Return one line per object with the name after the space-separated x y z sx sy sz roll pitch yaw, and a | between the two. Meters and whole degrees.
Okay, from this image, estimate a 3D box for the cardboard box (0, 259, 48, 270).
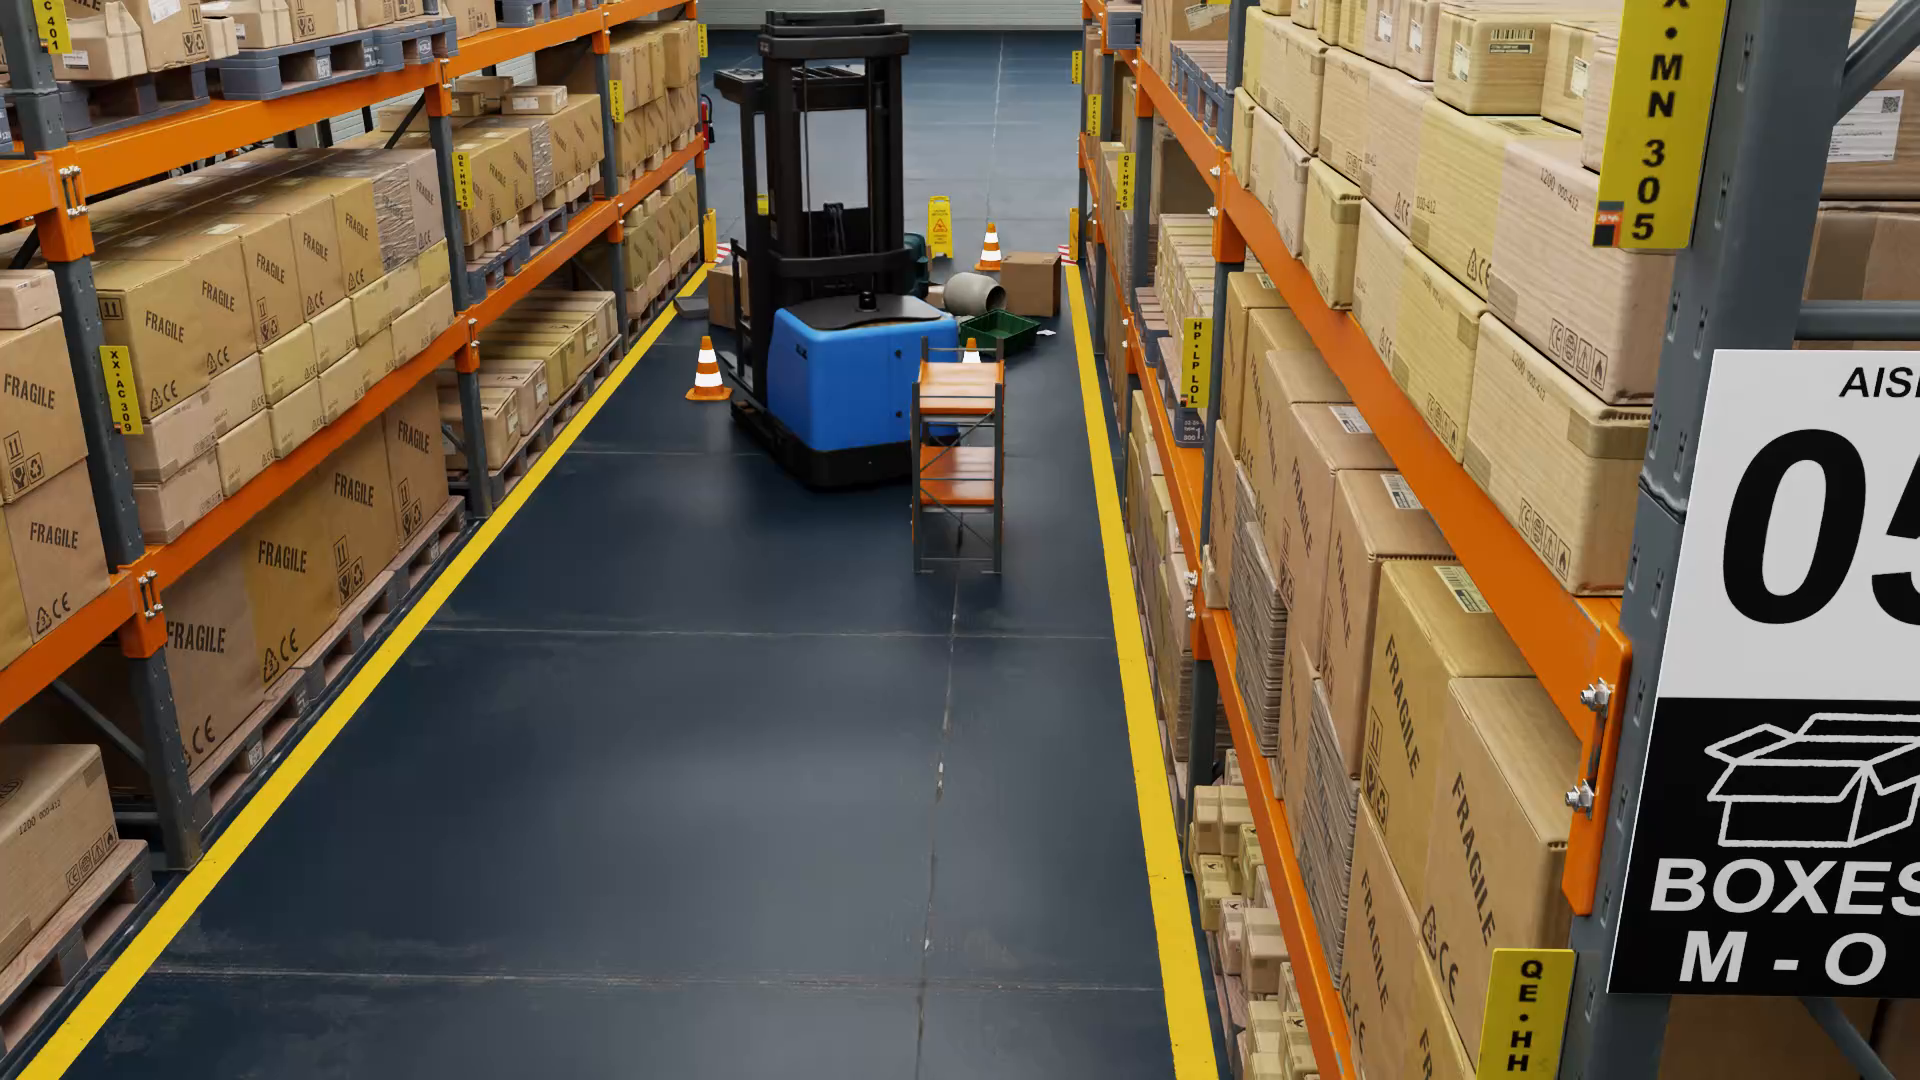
-3.795 -0.777 6.365 0.500 0.500 0.500 1 21 3 | cardboard box

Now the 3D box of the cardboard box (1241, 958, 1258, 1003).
1.139 1.458 5.485 0.380 0.149 0.250 0 21 1 | cardboard box

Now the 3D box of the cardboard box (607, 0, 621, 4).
-2.994 -4.478 13.624 0.380 0.149 0.250 1 21 2 | cardboard box

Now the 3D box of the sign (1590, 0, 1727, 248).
0.717 -0.461 1.699 0.100 0.325 0.005 1 21 2 | sign

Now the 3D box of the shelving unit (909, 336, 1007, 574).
0.000 -0.522 9.819 0.538 1.125 1.048 1 21 2 | shelving unit

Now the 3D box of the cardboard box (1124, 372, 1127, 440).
1.623 -0.895 10.718 1.050 0.750 0.750 0 21 1 | cardboard box

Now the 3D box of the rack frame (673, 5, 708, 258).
-3.193 -4.439 17.323 1.000 3.000 0.127 1 21 2 | rack frame

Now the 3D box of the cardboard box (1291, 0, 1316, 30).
1.096 -1.444 4.423 0.380 0.149 0.250 0 21 0 | cardboard box

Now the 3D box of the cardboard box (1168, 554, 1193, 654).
1.163 0.266 7.036 0.500 0.250 0.500 0 21 0 | cardboard box

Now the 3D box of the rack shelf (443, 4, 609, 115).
-3.375 -3.333 11.319 1.077 0.370 4.000 1 21 2 | rack shelf

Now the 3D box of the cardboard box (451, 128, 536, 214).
-3.173 -2.468 11.114 0.500 0.500 0.500 1 21 3 | cardboard box

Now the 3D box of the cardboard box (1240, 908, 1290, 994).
1.075 1.273 5.141 0.380 0.149 0.250 1 21 3 | cardboard box

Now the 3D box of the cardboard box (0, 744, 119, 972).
-3.684 1.124 5.946 0.875 0.438 0.875 0 21 1 | cardboard box

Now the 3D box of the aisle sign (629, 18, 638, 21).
-3.501 -5.677 16.919 0.394 0.787 0.004 1 21 2 | aisle sign

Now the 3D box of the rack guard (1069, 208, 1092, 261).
1.759 -3.264 17.751 1.175 0.500 0.348 1 21 2 | rack guard

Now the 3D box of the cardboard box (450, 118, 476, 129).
-3.664 -2.662 11.613 0.500 0.500 0.500 0 21 -1 | cardboard box

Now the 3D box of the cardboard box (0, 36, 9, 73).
-3.741 -1.974 6.365 0.500 0.311 0.500 1 21 2 | cardboard box

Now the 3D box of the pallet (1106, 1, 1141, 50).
1.481 -3.072 9.915 1.213 0.211 1.003 2 21 4 | pallet

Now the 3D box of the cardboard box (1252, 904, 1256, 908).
1.162 1.318 5.434 0.380 0.149 0.250 0 21 -1 | cardboard box

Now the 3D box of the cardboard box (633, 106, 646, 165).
-3.031 -3.516 14.394 0.500 0.500 0.500 1 21 1 | cardboard box

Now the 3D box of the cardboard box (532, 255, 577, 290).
-3.565 -2.473 14.440 0.500 0.500 0.500 0 21 1 | cardboard box

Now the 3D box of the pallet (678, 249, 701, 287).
-3.255 -2.818 17.000 1.003 0.211 1.213 1 21 2 | pallet

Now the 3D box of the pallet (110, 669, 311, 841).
-3.610 0.920 7.366 1.003 0.211 1.213 1 21 2 | pallet

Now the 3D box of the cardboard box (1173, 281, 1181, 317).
1.272 -1.197 8.324 0.380 0.149 0.250 1 21 2 | cardboard box

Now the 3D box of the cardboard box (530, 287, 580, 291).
-3.565 -2.123 14.575 0.500 0.250 0.500 2 21 4 | cardboard box

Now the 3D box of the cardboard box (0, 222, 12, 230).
-8.454 -2.606 14.437 0.500 0.250 0.500 1 21 3 | cardboard box

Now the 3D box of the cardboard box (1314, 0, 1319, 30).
1.108 -1.351 4.182 0.380 0.149 0.250 0 21 0 | cardboard box

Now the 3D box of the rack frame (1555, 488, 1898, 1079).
1.271 1.364 2.367 1.000 3.000 0.127 1 21 2 | rack frame

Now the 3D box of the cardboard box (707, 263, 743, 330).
-1.922 -2.201 15.007 0.500 0.500 0.500 18 27 38 | cardboard box

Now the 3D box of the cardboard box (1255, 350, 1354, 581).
1.089 -0.204 4.476 0.500 0.500 0.500 1 21 3 | cardboard box

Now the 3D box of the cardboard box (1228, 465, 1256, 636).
1.118 0.088 5.107 0.500 0.500 0.500 1 21 2 | cardboard box

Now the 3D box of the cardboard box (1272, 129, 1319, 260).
1.073 -0.877 4.203 0.500 0.250 0.500 2 21 4 | cardboard box

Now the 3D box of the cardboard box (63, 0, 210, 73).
-3.241 -2.056 6.317 0.500 0.500 0.500 0 21 1 | cardboard box

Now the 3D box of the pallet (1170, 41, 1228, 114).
1.547 -1.990 7.124 1.213 0.211 1.003 1 21 2 | pallet

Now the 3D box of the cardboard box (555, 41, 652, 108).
-3.047 -3.985 14.222 0.700 0.500 0.500 1 21 2 | cardboard box

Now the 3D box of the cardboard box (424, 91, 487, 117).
-3.613 -3.116 11.887 0.380 0.149 0.250 2 21 5 | cardboard box

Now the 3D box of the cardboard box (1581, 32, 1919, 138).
1.072 -0.595 2.235 0.380 0.149 0.250 1 21 2 | cardboard box

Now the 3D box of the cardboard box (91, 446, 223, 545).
-3.281 -0.186 6.570 0.500 0.250 0.500 0 21 0 | cardboard box

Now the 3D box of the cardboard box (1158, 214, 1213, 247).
1.307 -1.718 9.254 0.380 0.149 0.250 1 21 2 | cardboard box

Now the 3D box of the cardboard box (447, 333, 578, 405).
-3.366 -1.262 12.188 0.950 0.372 0.625 1 21 3 | cardboard box

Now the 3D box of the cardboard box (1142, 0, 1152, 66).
1.231 -2.770 8.736 0.500 0.500 0.500 1 21 2 | cardboard box

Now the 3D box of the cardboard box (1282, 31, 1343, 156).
1.089 -1.111 4.114 0.500 0.250 0.500 1 21 3 | cardboard box

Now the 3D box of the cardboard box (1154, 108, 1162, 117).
1.566 -2.572 10.990 0.700 0.500 0.500 0 21 1 | cardboard box

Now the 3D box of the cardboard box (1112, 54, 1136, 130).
1.682 -3.681 13.669 0.875 0.550 0.550 1 21 2 | cardboard box

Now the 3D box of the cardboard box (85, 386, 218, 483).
-3.263 -0.419 6.479 0.500 0.250 0.500 0 21 0 | cardboard box

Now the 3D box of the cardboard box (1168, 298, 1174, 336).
1.276 -1.155 8.627 0.380 0.149 0.250 2 21 4 | cardboard box

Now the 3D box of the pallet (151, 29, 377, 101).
-3.434 -2.219 7.716 1.003 0.211 1.213 2 21 4 | pallet

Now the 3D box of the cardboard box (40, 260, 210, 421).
-3.257 -0.769 6.343 0.500 0.500 0.500 1 21 2 | cardboard box

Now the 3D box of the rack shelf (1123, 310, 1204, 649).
1.454 -0.470 8.088 1.077 0.370 4.000 1 21 2 | rack shelf

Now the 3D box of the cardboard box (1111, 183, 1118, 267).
1.292 -2.102 11.162 0.500 0.500 0.500 0 21 1 | cardboard box

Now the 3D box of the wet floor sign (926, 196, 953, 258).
-0.220 -3.356 17.785 0.267 0.644 0.232 -3 21 -8 | wet floor sign

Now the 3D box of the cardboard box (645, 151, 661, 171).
-2.936 -3.448 15.117 0.380 0.149 0.250 1 21 2 | cardboard box

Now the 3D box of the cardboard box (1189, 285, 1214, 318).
1.250 -1.057 7.550 0.380 0.149 0.250 0 21 -1 | cardboard box

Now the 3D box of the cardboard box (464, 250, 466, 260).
-3.241 -1.741 10.135 0.380 0.149 0.250 -1 21 -1 | cardboard box

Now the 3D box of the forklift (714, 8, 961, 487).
-1.035 -2.208 11.668 1.130 2.935 3.031 -9 23 -21 | forklift

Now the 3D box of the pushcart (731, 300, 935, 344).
-1.034 -1.763 14.052 1.648 0.377 0.936 -7 22 -17 | pushcart

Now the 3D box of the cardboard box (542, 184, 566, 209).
-3.100 -2.514 12.127 0.380 0.149 0.250 1 21 2 | cardboard box

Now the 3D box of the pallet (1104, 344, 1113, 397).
1.688 -1.395 13.332 1.003 0.211 1.213 1 21 2 | pallet
